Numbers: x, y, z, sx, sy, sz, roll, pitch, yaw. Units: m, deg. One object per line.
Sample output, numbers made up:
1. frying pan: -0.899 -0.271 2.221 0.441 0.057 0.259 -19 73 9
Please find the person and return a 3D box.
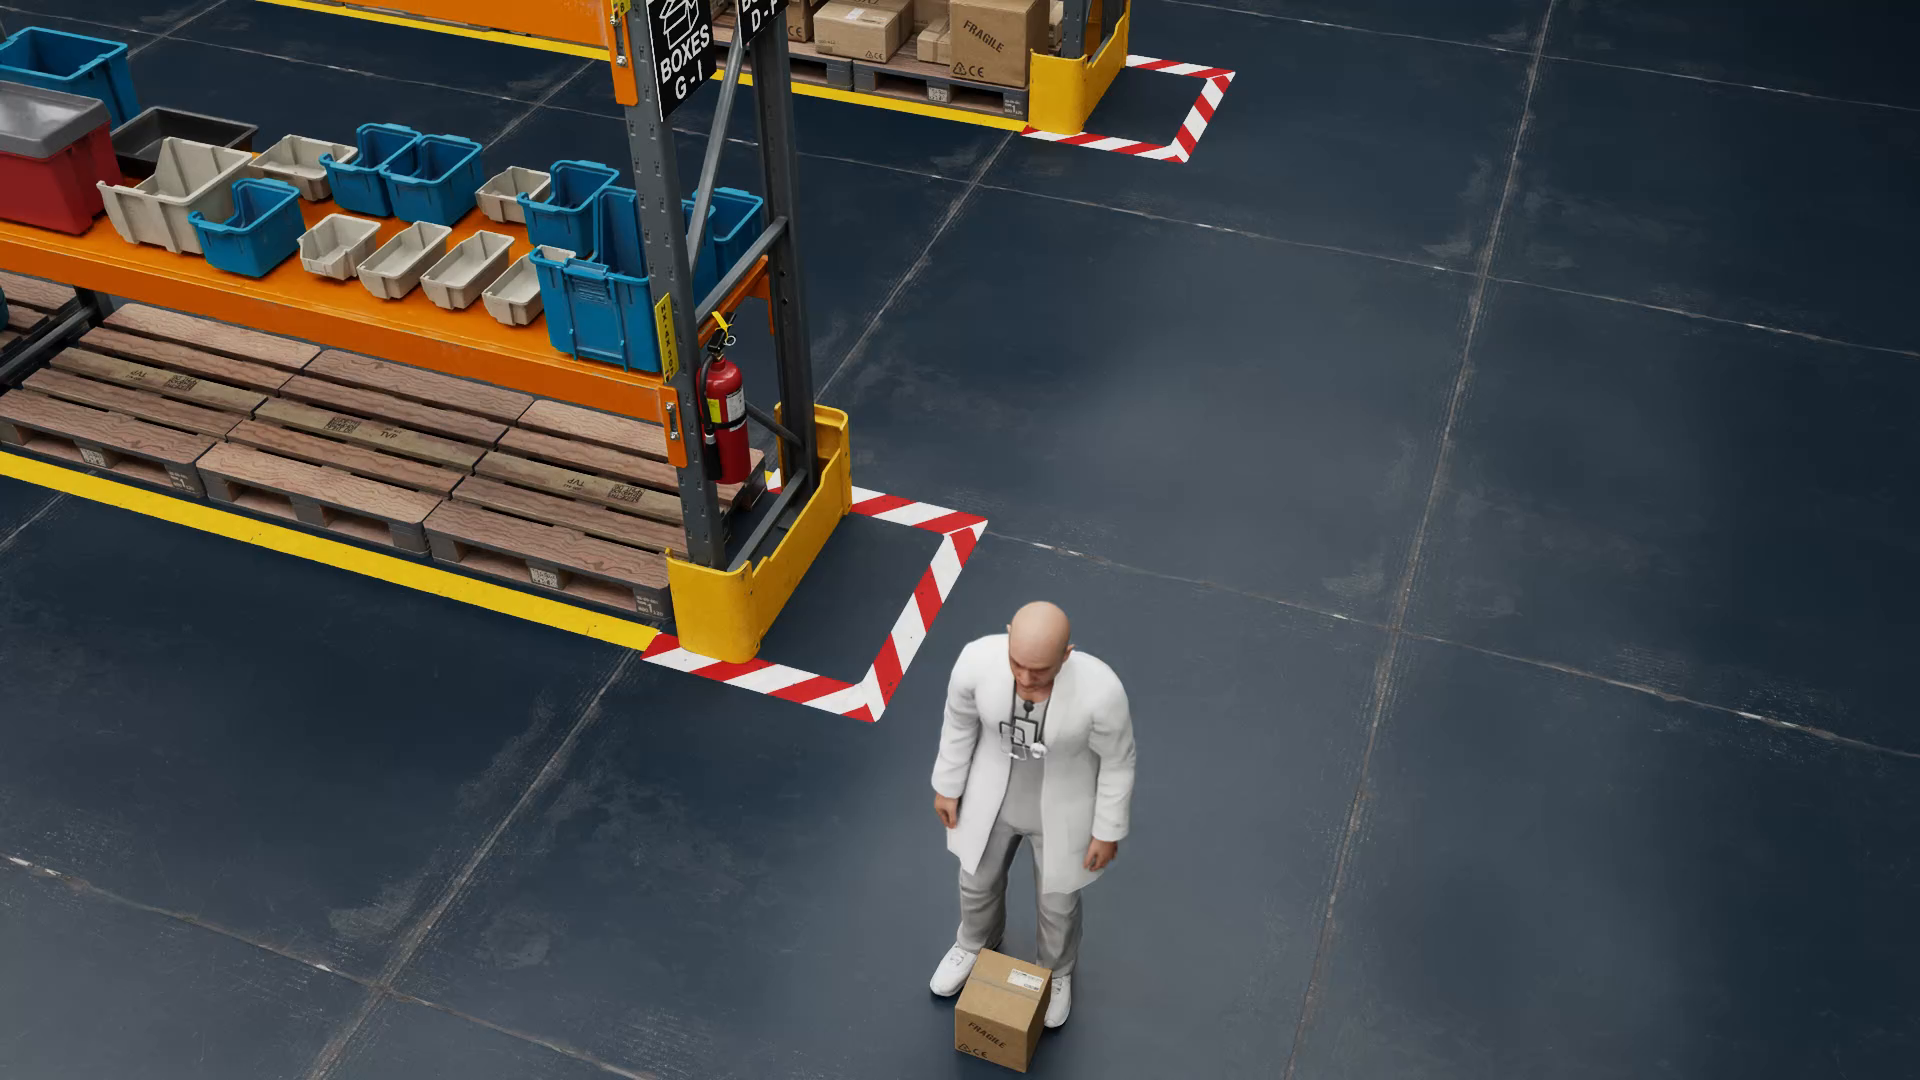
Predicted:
1. person: 0.220 0.834 5.208 0.643 1.775 0.423 14 43 15
